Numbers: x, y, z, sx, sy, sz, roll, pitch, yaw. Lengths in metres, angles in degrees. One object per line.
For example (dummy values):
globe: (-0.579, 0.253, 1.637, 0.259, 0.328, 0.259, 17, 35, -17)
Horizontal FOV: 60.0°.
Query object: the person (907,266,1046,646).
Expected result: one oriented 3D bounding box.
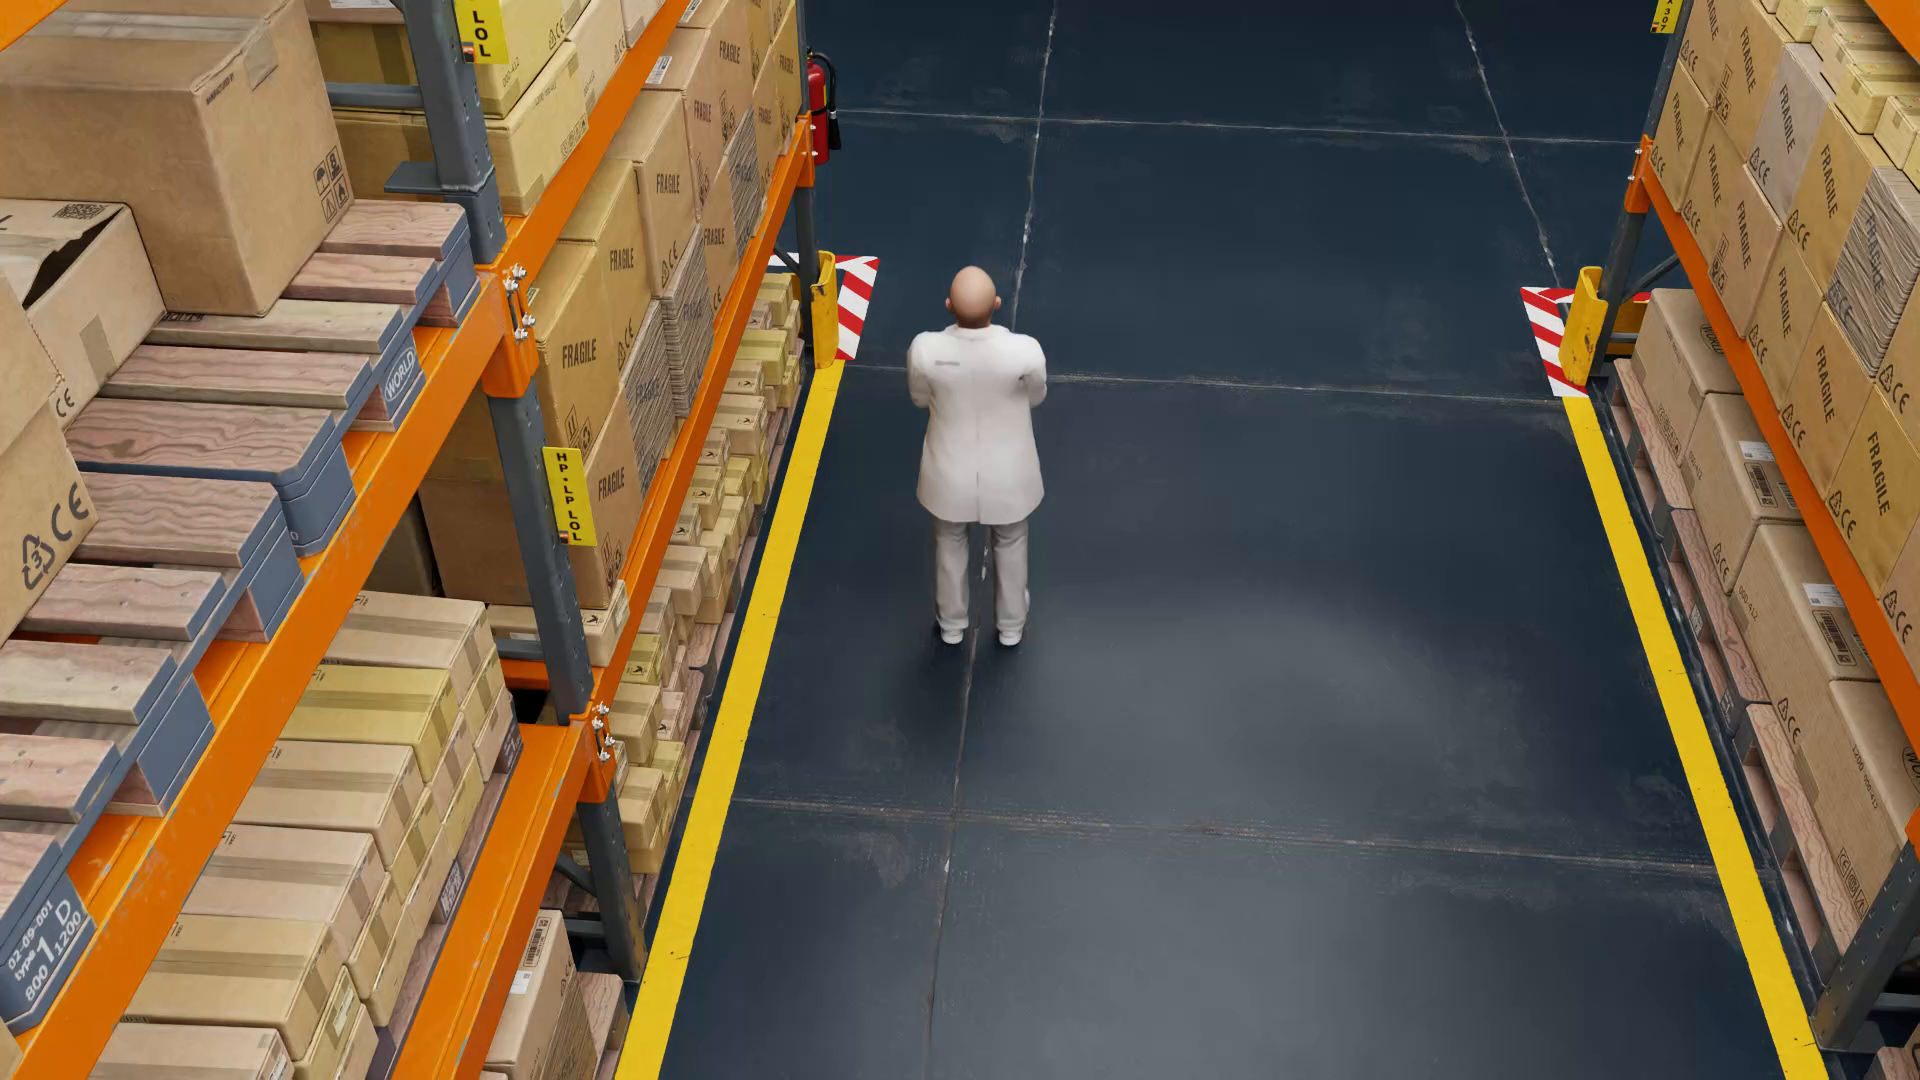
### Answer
person: (0.077, -0.381, 6.627, 0.535, 1.777, 0.554, 2, 40, 3)
